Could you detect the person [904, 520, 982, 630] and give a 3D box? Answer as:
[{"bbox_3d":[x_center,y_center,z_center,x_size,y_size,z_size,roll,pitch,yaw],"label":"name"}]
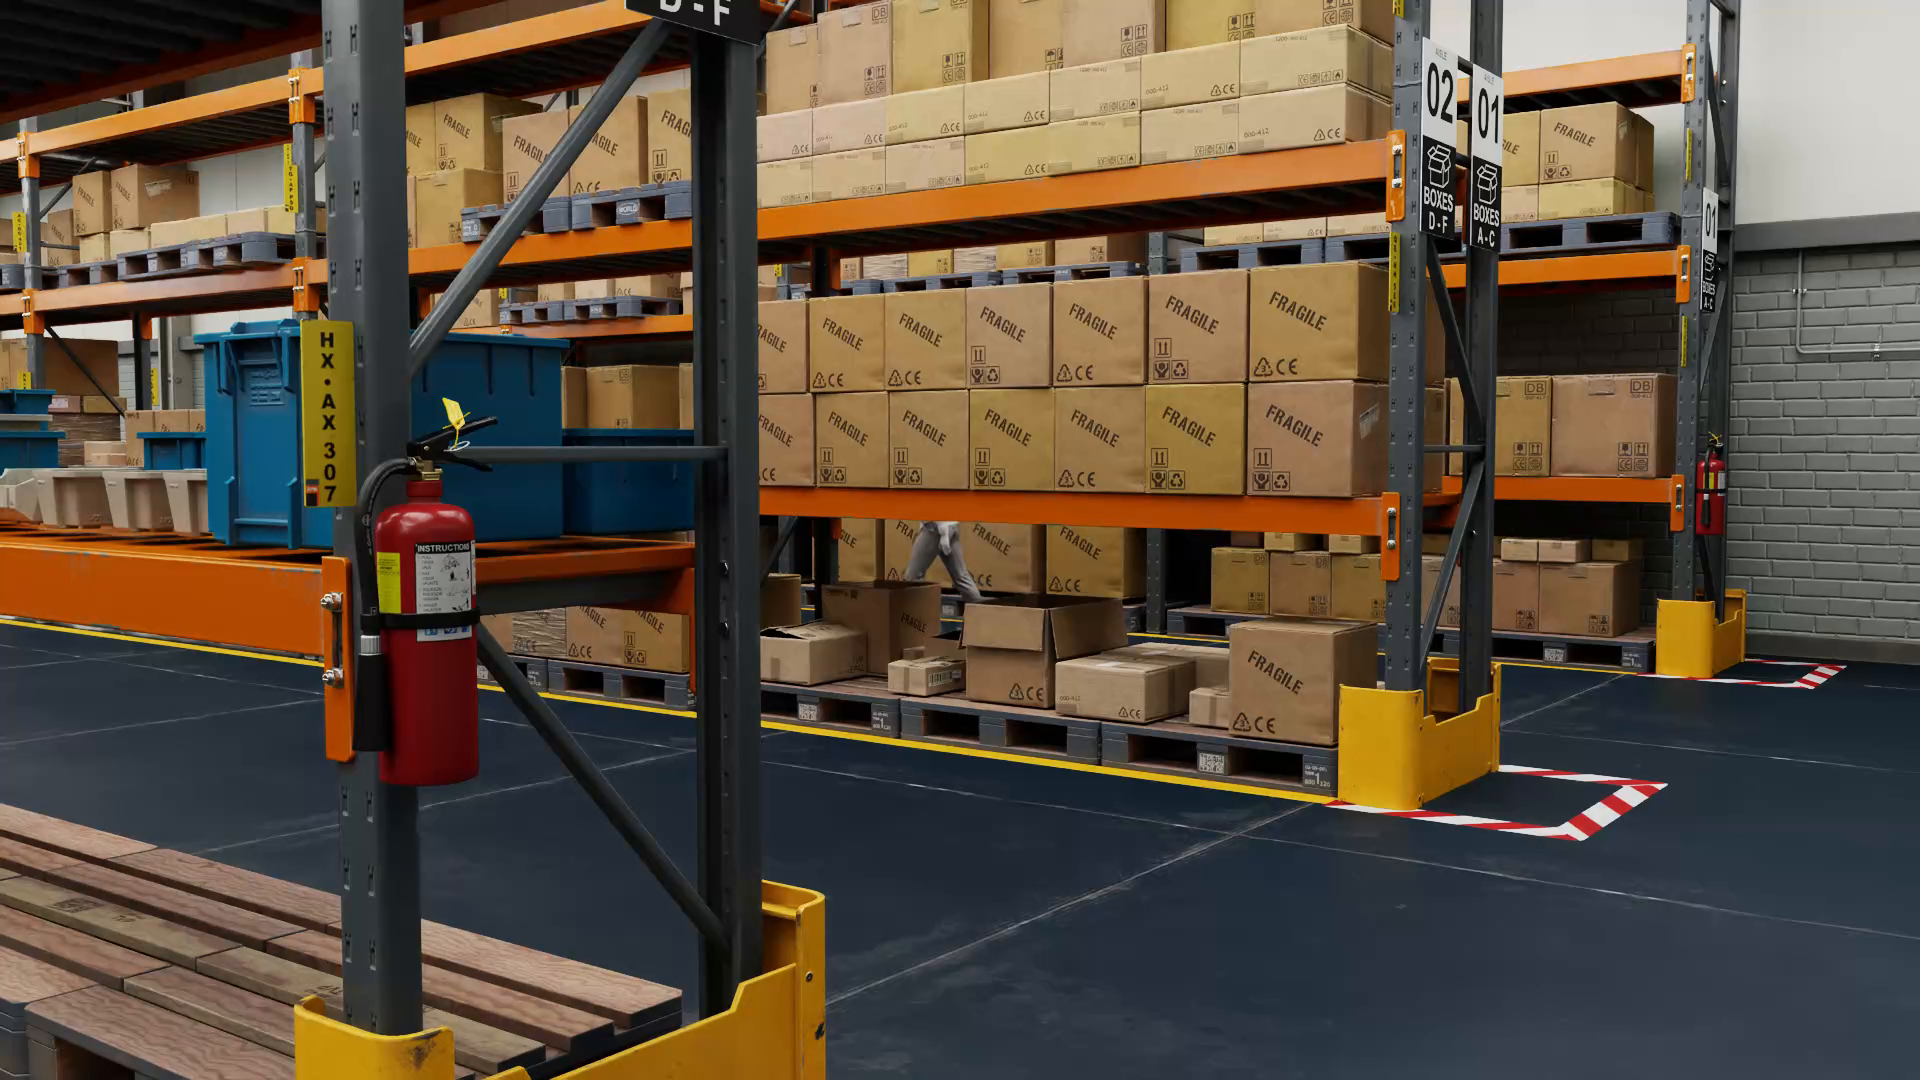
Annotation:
[{"bbox_3d":[-0.232,-0.072,13.084,0.968,1.616,0.514,1,3,15],"label":"person"}]
